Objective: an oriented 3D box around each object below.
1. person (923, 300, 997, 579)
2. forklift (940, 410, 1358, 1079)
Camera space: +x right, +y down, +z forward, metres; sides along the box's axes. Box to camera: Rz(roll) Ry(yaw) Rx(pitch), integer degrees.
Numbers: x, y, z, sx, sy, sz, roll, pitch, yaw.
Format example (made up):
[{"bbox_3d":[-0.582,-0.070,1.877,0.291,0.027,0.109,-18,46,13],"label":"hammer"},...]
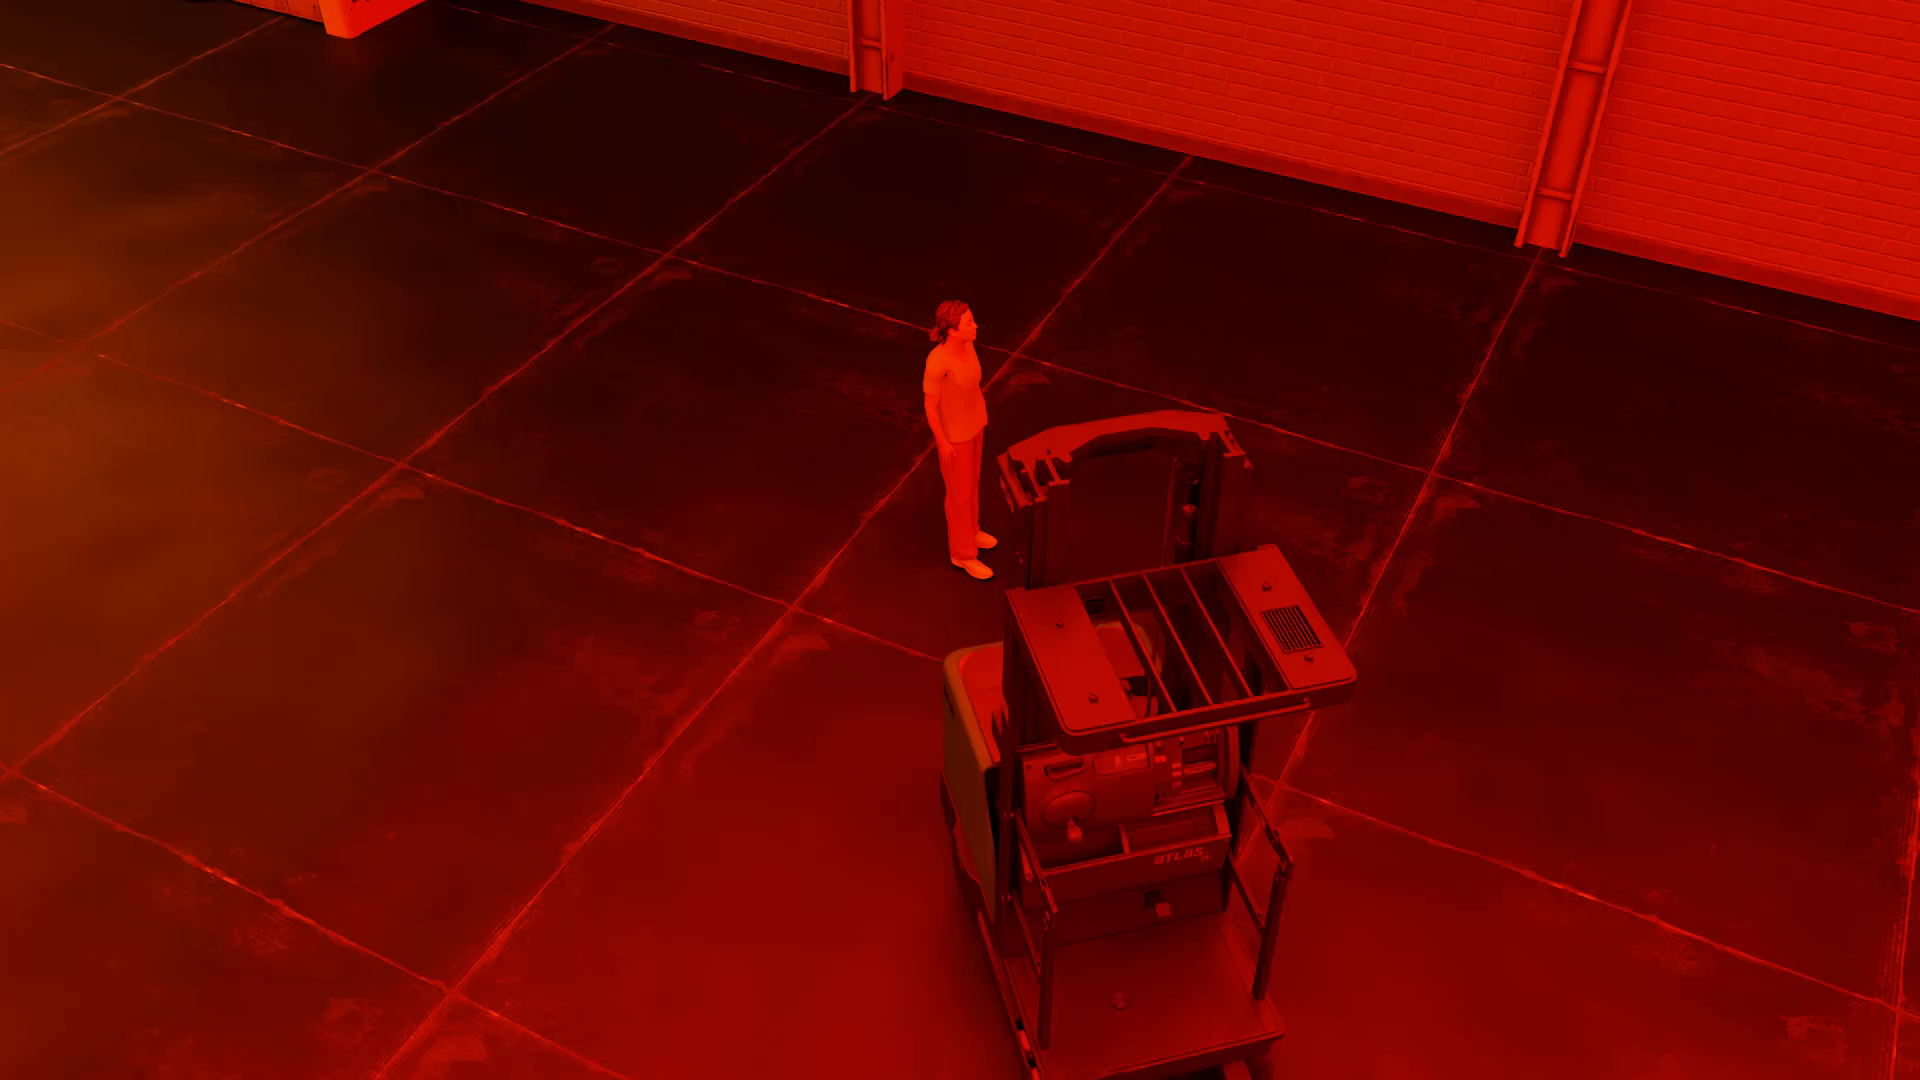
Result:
[{"bbox_3d":[0.060,-0.618,9.684,0.549,1.675,0.555,18,43,21],"label":"person"},{"bbox_3d":[0.767,1.074,6.712,1.130,2.935,3.031,-10,41,-11],"label":"forklift"}]
